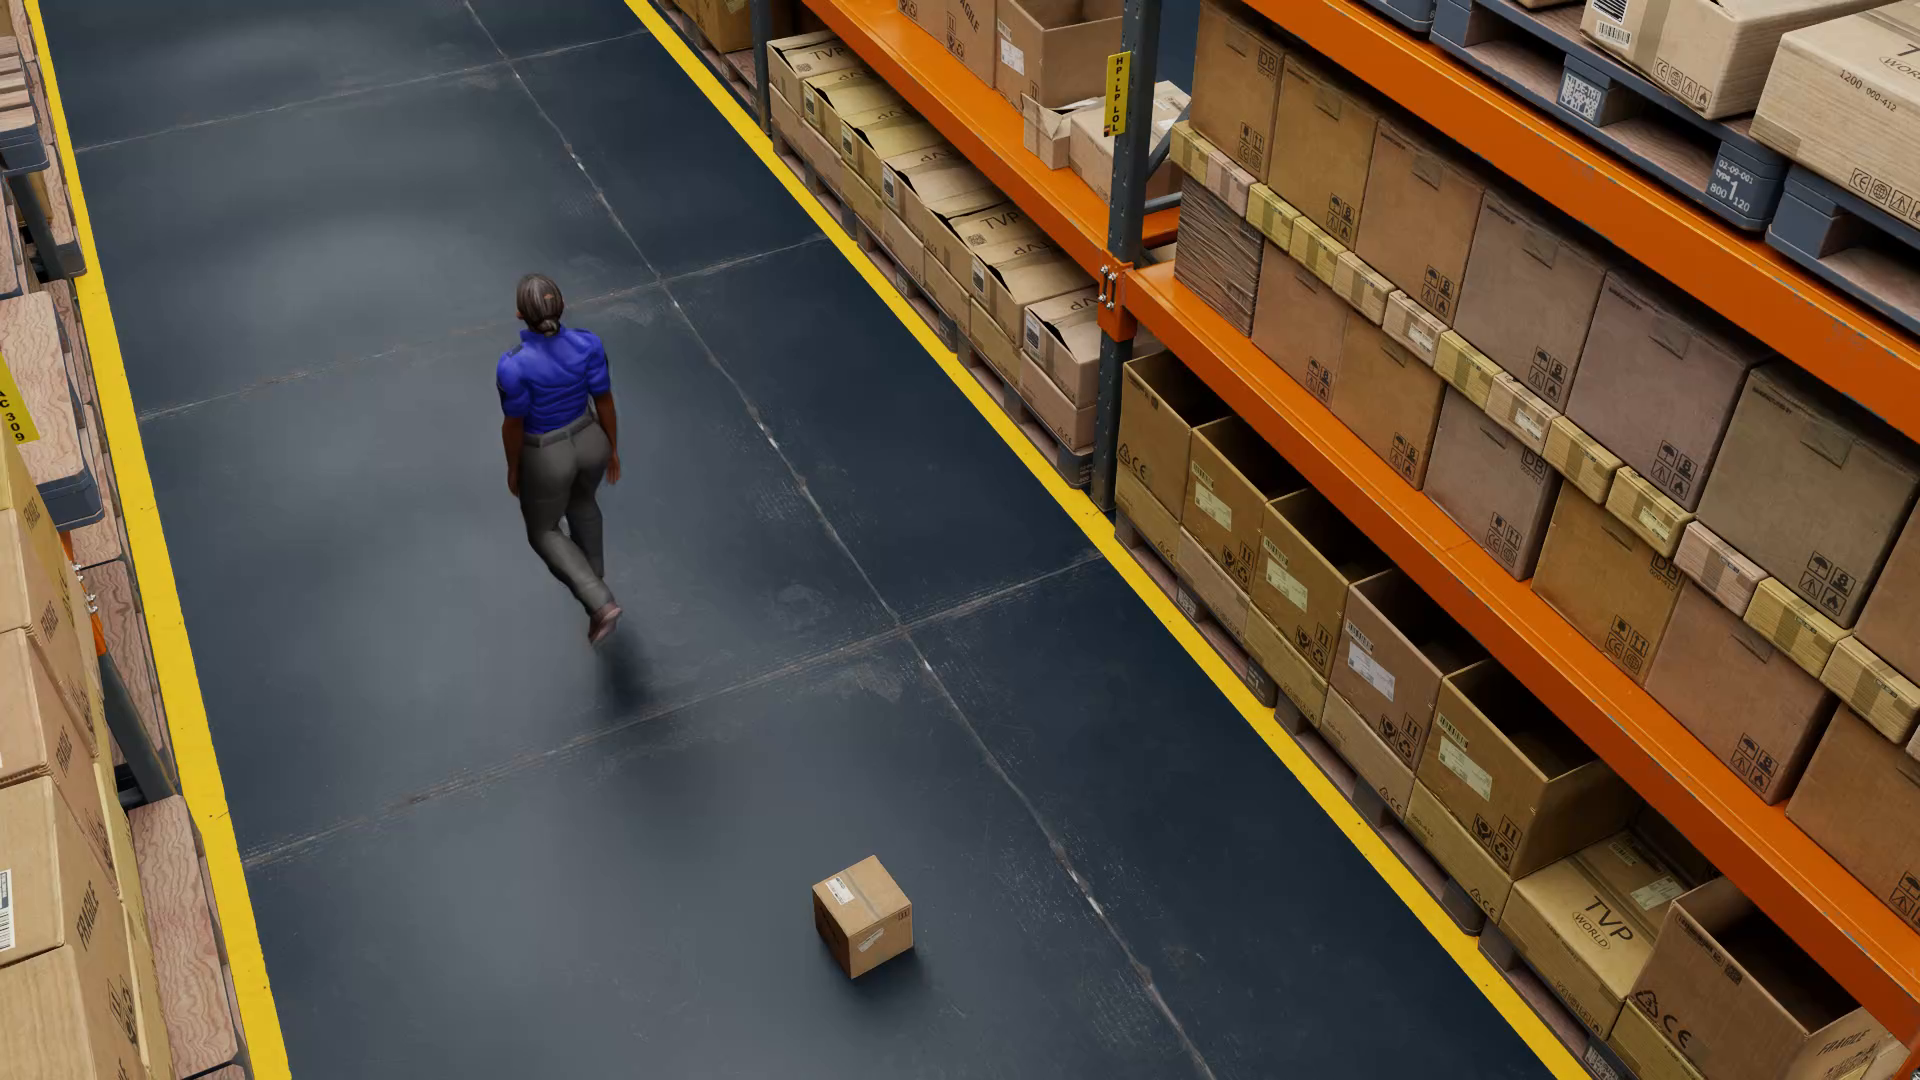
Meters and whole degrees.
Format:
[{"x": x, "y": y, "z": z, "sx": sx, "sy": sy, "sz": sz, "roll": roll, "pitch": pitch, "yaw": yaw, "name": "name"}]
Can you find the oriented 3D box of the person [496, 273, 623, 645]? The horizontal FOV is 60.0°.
[{"x": -1.531, "y": -0.320, "z": 6.497, "sx": 0.444, "sy": 1.627, "sz": 0.742, "roll": -29, "pitch": 49, "yaw": -29, "name": "person"}]
